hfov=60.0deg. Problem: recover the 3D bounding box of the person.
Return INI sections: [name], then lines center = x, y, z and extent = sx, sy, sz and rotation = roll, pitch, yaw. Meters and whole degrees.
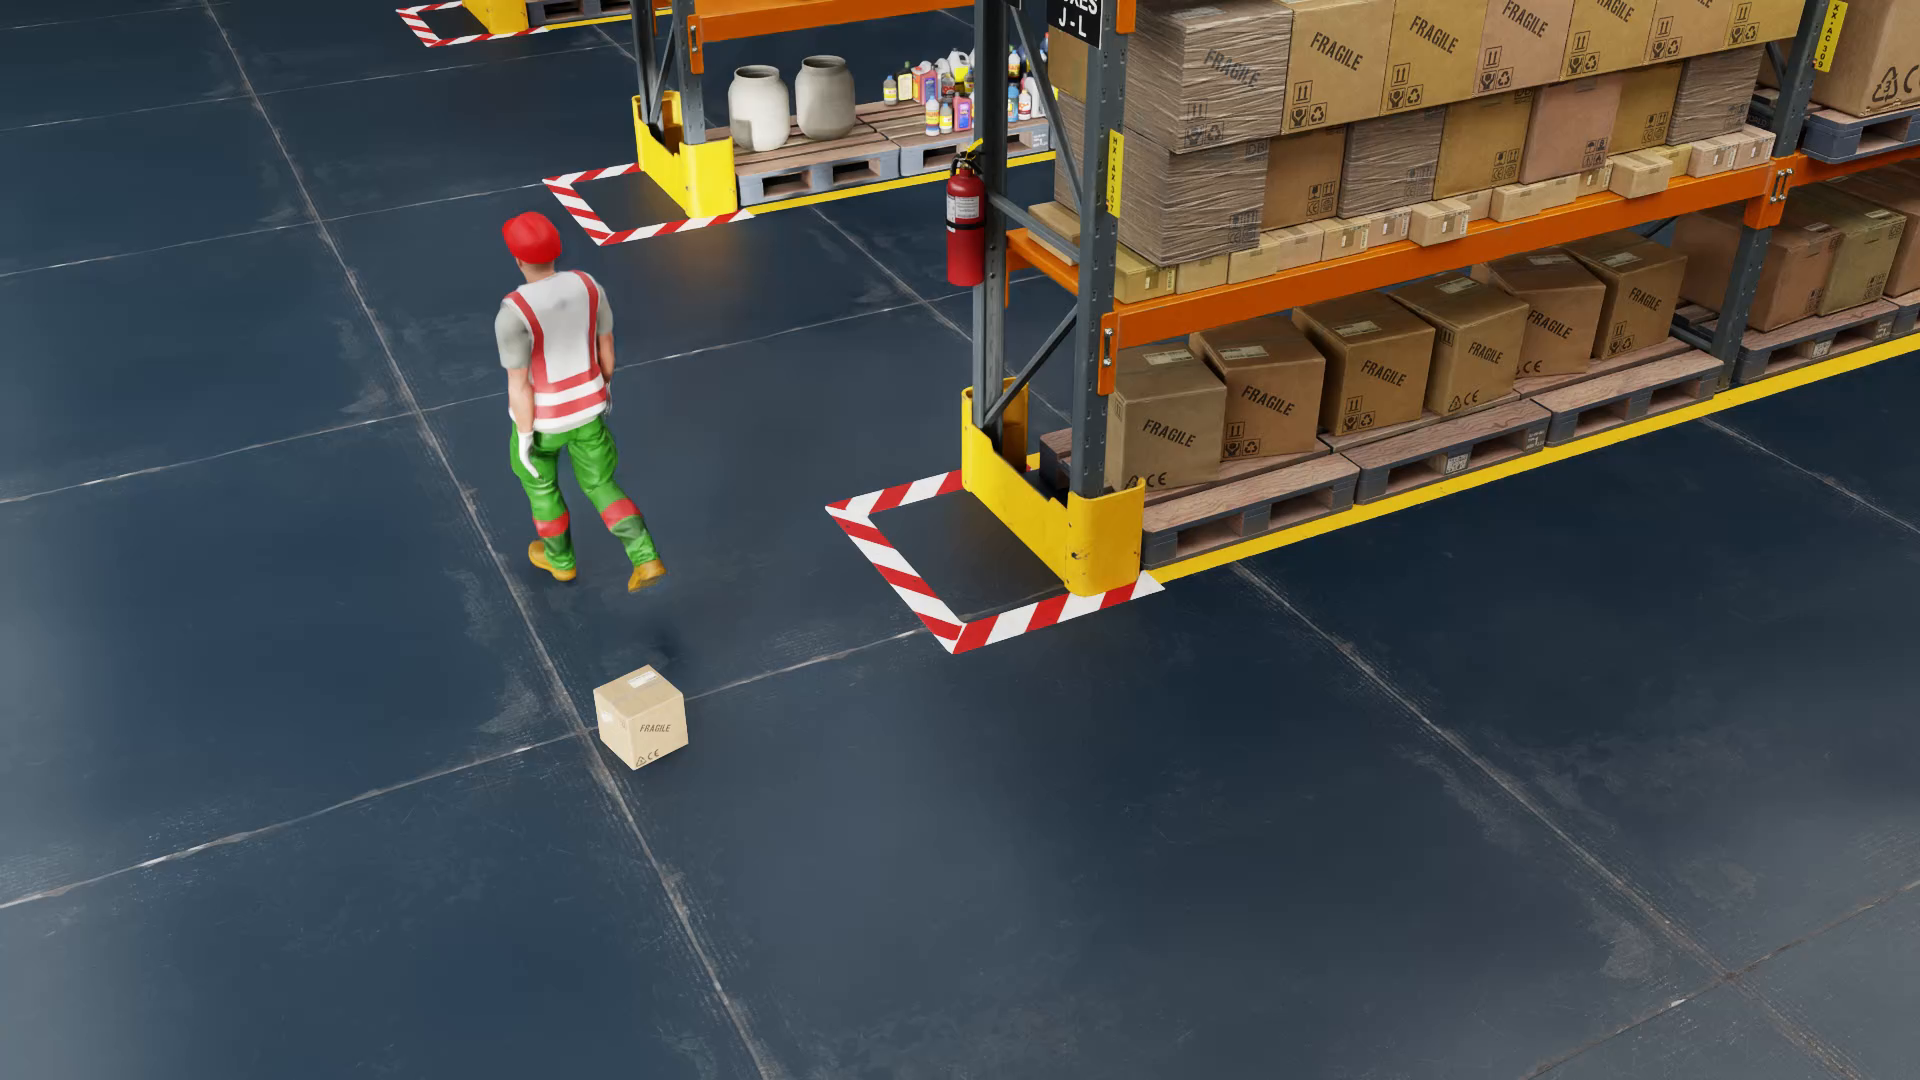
[person]
center = -1.618, -0.519, 6.918
extent = 0.543, 1.764, 0.887
rotation = -28, 42, -36
